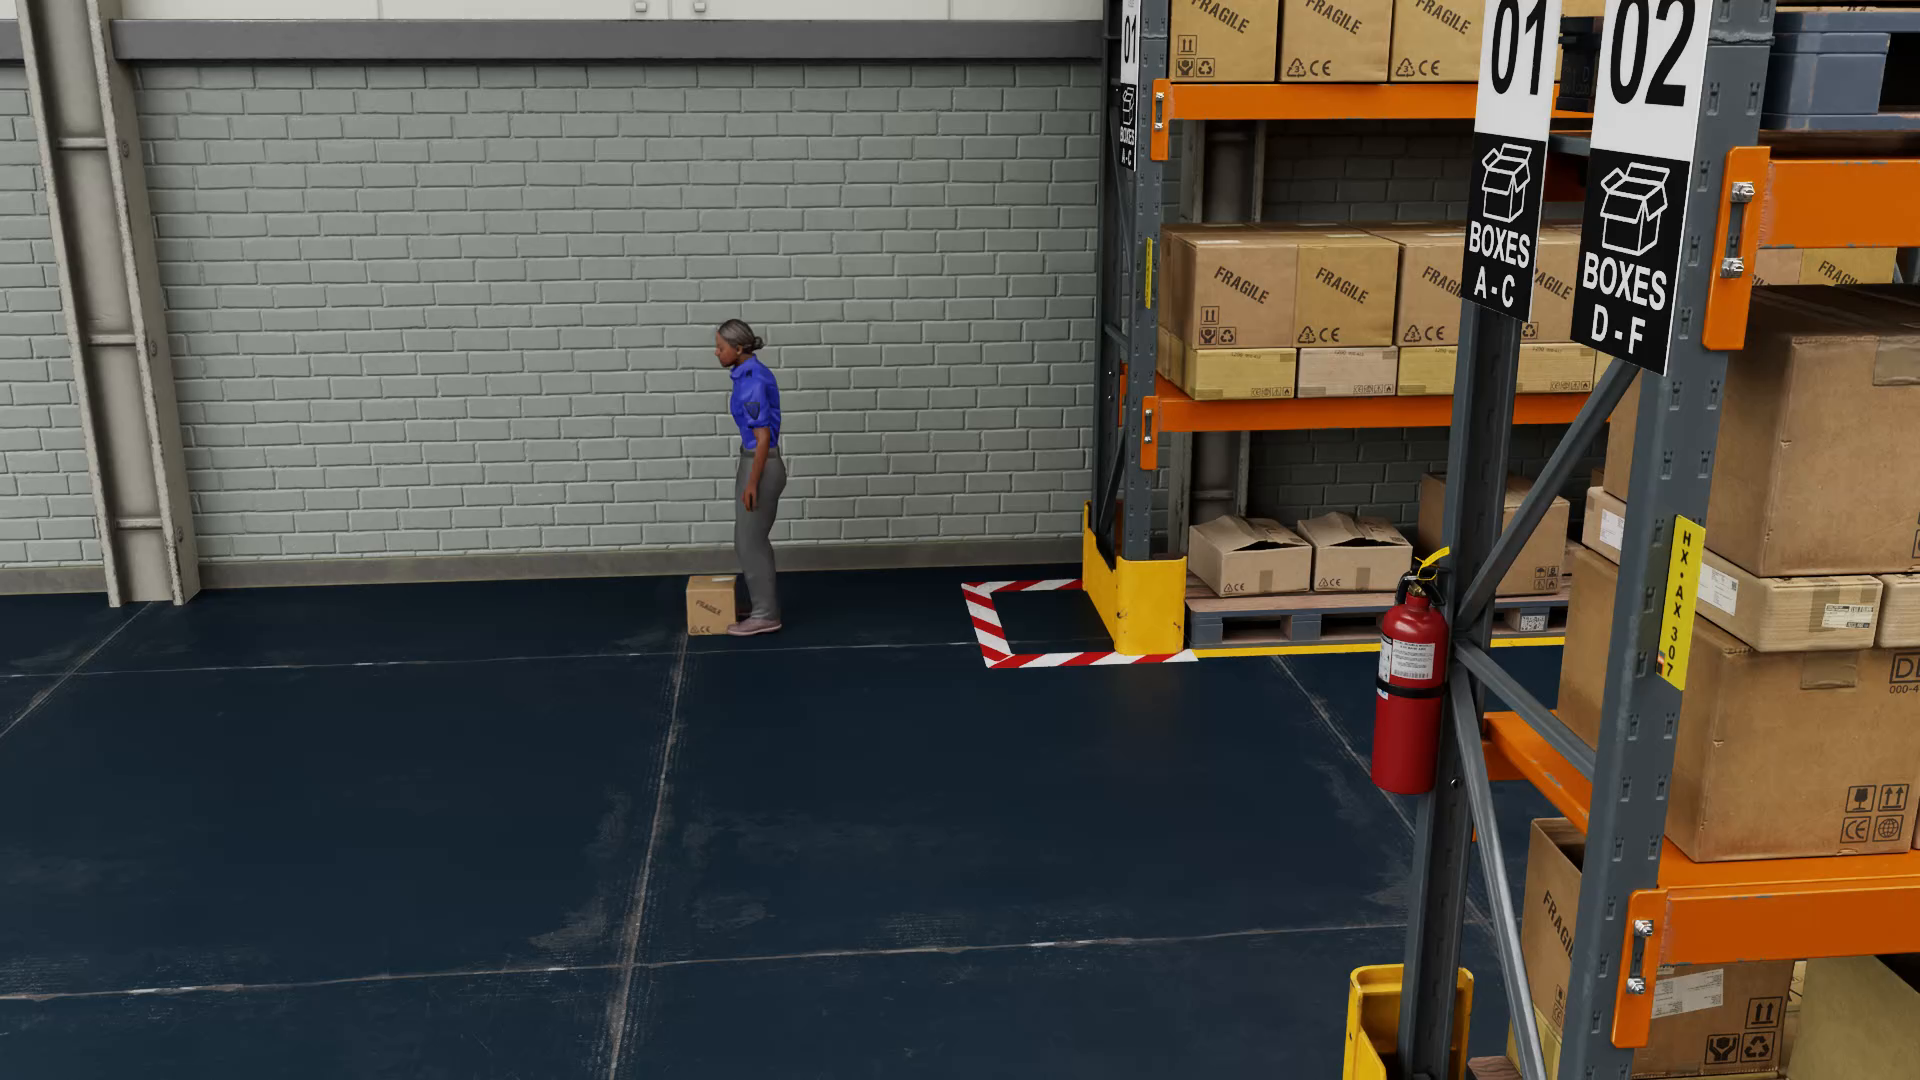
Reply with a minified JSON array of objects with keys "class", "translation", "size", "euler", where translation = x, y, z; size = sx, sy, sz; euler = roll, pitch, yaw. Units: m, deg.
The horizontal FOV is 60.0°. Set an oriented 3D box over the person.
[{"class":"person","translation":[-1.081,-0.337,8.661],"size":[0.350,1.654,0.532],"euler":[-3,17,-9]}]
